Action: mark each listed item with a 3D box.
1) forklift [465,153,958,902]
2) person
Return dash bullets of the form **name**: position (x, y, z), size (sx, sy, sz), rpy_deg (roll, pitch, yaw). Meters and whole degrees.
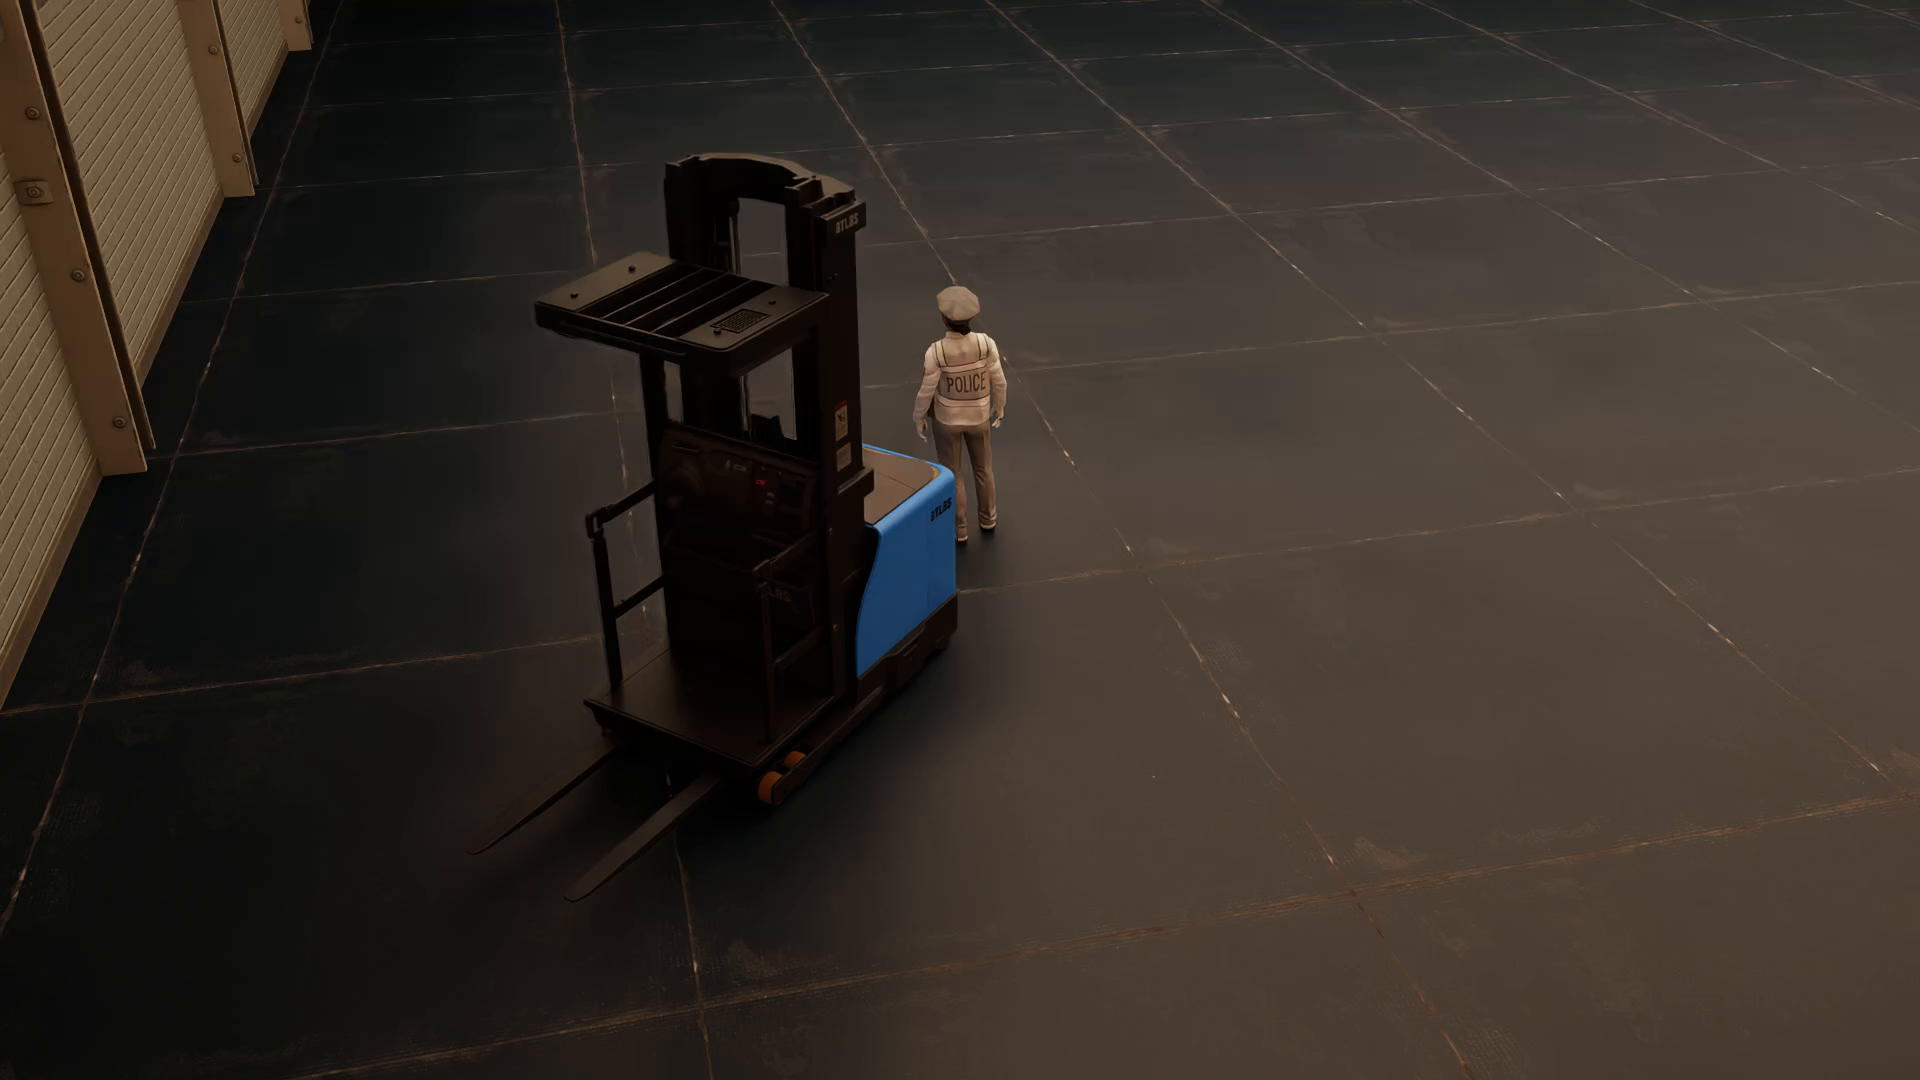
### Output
- **forklift**: position (-1.202, -0.221, 7.955), size (1.130, 2.935, 3.031), rpy_deg (17, 34, 27)
- **person**: position (-0.009, -0.774, 10.131), size (0.586, 1.694, 0.530), rpy_deg (-7, 31, -12)
